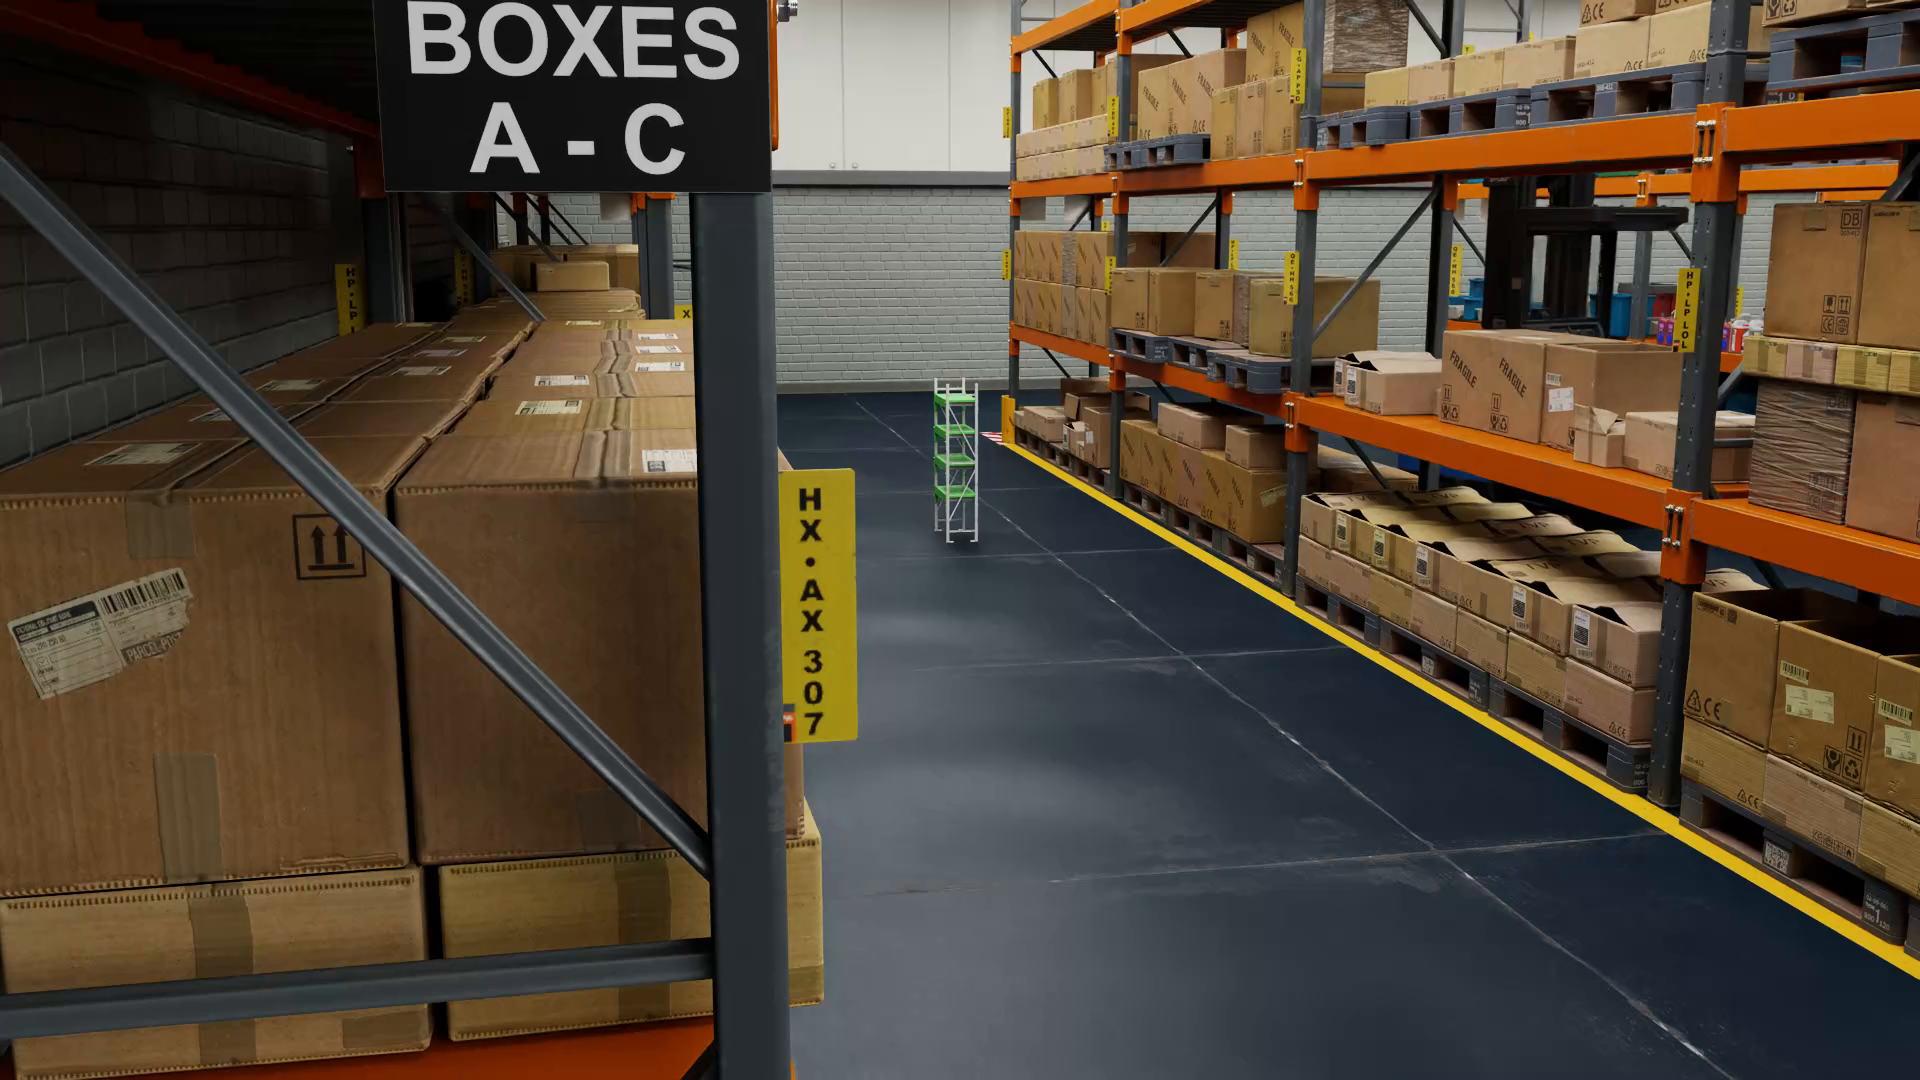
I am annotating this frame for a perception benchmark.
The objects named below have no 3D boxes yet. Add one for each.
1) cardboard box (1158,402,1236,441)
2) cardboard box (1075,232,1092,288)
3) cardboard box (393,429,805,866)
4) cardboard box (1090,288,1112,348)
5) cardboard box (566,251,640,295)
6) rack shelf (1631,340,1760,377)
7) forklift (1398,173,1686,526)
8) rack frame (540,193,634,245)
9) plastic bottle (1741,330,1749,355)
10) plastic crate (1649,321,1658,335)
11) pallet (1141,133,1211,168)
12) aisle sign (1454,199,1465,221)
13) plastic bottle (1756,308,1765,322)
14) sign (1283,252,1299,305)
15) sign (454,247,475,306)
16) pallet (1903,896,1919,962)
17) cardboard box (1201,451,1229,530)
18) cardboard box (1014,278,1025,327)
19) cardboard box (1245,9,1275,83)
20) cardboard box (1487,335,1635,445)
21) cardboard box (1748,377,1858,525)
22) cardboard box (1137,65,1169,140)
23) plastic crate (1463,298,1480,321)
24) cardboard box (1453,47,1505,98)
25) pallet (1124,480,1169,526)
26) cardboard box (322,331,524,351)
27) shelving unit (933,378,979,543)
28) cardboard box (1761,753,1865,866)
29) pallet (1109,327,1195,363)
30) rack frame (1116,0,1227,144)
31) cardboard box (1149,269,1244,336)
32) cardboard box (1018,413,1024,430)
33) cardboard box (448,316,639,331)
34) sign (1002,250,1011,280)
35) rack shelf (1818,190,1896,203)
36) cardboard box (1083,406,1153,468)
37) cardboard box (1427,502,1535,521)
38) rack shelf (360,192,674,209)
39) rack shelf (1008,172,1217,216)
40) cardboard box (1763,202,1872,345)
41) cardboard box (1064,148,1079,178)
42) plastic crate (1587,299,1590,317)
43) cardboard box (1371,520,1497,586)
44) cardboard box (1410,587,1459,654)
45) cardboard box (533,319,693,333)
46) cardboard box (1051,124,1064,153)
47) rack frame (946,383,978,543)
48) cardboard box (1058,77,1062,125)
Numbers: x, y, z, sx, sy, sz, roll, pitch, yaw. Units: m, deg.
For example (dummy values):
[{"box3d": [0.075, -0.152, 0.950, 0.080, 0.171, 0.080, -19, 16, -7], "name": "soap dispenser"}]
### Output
[{"box3d": [1.871, -0.933, 13.079, 0.500, 0.250, 0.500, -2, 11, -11], "name": "cardboard box"}, {"box3d": [1.367, -2.575, 15.261, 0.500, 0.500, 0.500, -2, 11, -12], "name": "cardboard box"}, {"box3d": [-0.501, 0.121, 2.379, 0.500, 0.500, 0.500, -2, 11, -11], "name": "cardboard box"}, {"box3d": [1.472, -1.989, 14.856, 0.500, 0.500, 0.500, -2, 11, -10], "name": "cardboard box"}, {"box3d": [-2.100, -1.614, 10.033, 0.500, 0.250, 0.500, -2, 11, -10], "name": "cardboard box"}, {"box3d": [7.070, -1.317, 13.515, 1.077, 0.370, 4.000, -2, 11, -11], "name": "rack shelf"}, {"box3d": [4.904, -1.572, 13.115, 1.130, 2.935, 3.031, -5, 12, -26], "name": "forklift"}, {"box3d": [-3.815, -2.410, 17.337, 1.000, 3.000, 0.127, -2, 11, -11], "name": "rack frame"}, {"box3d": [6.573, -1.648, 13.866, 0.097, 0.201, 0.097, 0, 11, 0], "name": "plastic bottle"}, {"box3d": [6.730, -2.027, 15.870, 0.396, 0.136, 0.243, -2, 11, -11], "name": "plastic crate"}, {"box3d": [2.084, -2.926, 12.529, 1.213, 0.211, 1.003, -2, 11, -11], "name": "pallet"}, {"box3d": [5.597, -4.050, 18.999, 0.394, 0.787, 0.004, -2, 11, -11], "name": "aisle sign"}, {"box3d": [7.039, -1.851, 14.529, 0.144, 0.351, 0.185, -2, 11, -11], "name": "plastic bottle"}, {"box3d": [2.069, -1.632, 10.364, 0.100, 0.325, 0.005, -2, 11, -11], "name": "sign"}, {"box3d": [-2.803, -1.491, 9.411, 0.100, 0.325, 0.005, -2, 11, -11], "name": "sign"}, {"box3d": [3.731, 1.351, 5.032, 1.003, 0.211, 1.213, -2, 11, -11], "name": "pallet"}, {"box3d": [2.087, -0.370, 12.126, 0.500, 0.500, 0.500, -3, 11, -13], "name": "cardboard box"}, {"box3d": [0.871, -2.549, 17.800, 0.500, 0.500, 0.500, -2, 11, -10], "name": "cardboard box"}, {"box3d": [2.322, -3.405, 11.599, 0.500, 0.500, 0.500, -2, 11, -11], "name": "cardboard box"}, {"box3d": [3.044, -0.769, 8.448, 0.500, 0.500, 0.500, -2, 11, -11], "name": "cardboard box"}, {"box3d": [3.470, -0.358, 6.288, 0.700, 0.500, 0.500, -2, 11, -12], "name": "cardboard box"}, {"box3d": [1.847, -3.540, 13.595, 0.600, 0.600, 0.600, -3, 11, -16], "name": "cardboard box"}, {"box3d": [5.756, -2.540, 18.305, 0.416, 0.233, 0.300, -2, 11, -11], "name": "plastic crate"}, {"box3d": [2.962, -2.448, 8.791, 0.500, 0.250, 0.500, -2, 11, -12], "name": "cardboard box"}, {"box3d": [2.016, -0.340, 13.917, 1.003, 0.211, 1.213, -2, 11, -11], "name": "pallet"}, {"box3d": [-1.498, -0.325, 4.724, 0.500, 0.500, 0.500, -2, 11, -11], "name": "cardboard box"}, {"box3d": [-0.032, -0.620, 12.744, 0.258, 1.200, 0.503, -2, 11, -11], "name": "shelving unit"}, {"box3d": [3.262, 0.942, 5.954, 0.500, 0.250, 0.500, -2, 11, -11], "name": "cardboard box"}, {"box3d": [1.870, -1.613, 13.660, 1.003, 0.211, 1.213, -2, 11, -11], "name": "pallet"}, {"box3d": [1.821, -4.804, 13.872, 1.000, 3.000, 0.127, -2, 11, -11], "name": "rack frame"}, {"box3d": [1.890, -1.894, 13.234, 0.700, 0.500, 0.500, 0, 11, -2], "name": "cardboard box"}, {"box3d": [0.836, -1.280, 17.801, 0.380, 0.166, 0.250, -2, 11, -11], "name": "cardboard box"}, {"box3d": [-1.547, -0.569, 6.220, 0.700, 0.500, 0.500, -2, 11, -11], "name": "cardboard box"}, {"box3d": [0.511, -2.996, 18.102, 0.100, 0.325, 0.005, -2, 11, -11], "name": "sign"}, {"box3d": [11.150, -3.704, 18.036, 1.077, 0.370, 4.000, -2, 11, -11], "name": "rack shelf"}, {"box3d": [1.432, -0.940, 15.120, 0.500, 0.500, 0.500, -2, 11, -11], "name": "cardboard box"}, {"box3d": [3.050, -0.073, 9.786, 0.500, 0.311, 0.500, -2, 11, -12], "name": "cardboard box"}, {"box3d": [-1.870, -1.696, 7.488, 1.077, 0.370, 4.000, -2, 11, -11], "name": "rack shelf"}, {"box3d": [1.432, -3.344, 16.147, 1.077, 0.370, 4.000, -2, 11, -11], "name": "rack shelf"}, {"box3d": [3.470, -0.995, 6.167, 0.700, 0.500, 0.500, -2, 11, -11], "name": "cardboard box"}, {"box3d": [1.273, -3.520, 15.548, 0.500, 0.250, 0.500, -2, 11, -11], "name": "cardboard box"}, {"box3d": [6.564, -2.295, 16.887, 0.437, 0.282, 0.530, -2, 11, -11], "name": "plastic crate"}, {"box3d": [2.620, 0.042, 9.186, 0.500, 0.311, 0.500, -2, 11, -13], "name": "cardboard box"}, {"box3d": [2.718, 0.409, 8.757, 0.500, 0.250, 0.500, -2, 11, -10], "name": "cardboard box"}, {"box3d": [-1.086, -0.438, 5.319, 0.500, 0.500, 0.500, -2, 11, -11], "name": "cardboard box"}, {"box3d": [1.175, -3.857, 15.983, 0.500, 0.250, 0.500, -2, 11, -11], "name": "cardboard box"}, {"box3d": [0.015, -0.575, 12.509, 0.240, 1.200, 0.015, -2, 11, -11], "name": "rack frame"}, {"box3d": [1.376, -4.329, 16.452, 0.700, 0.500, 0.500, -2, 11, -11], "name": "cardboard box"}]
